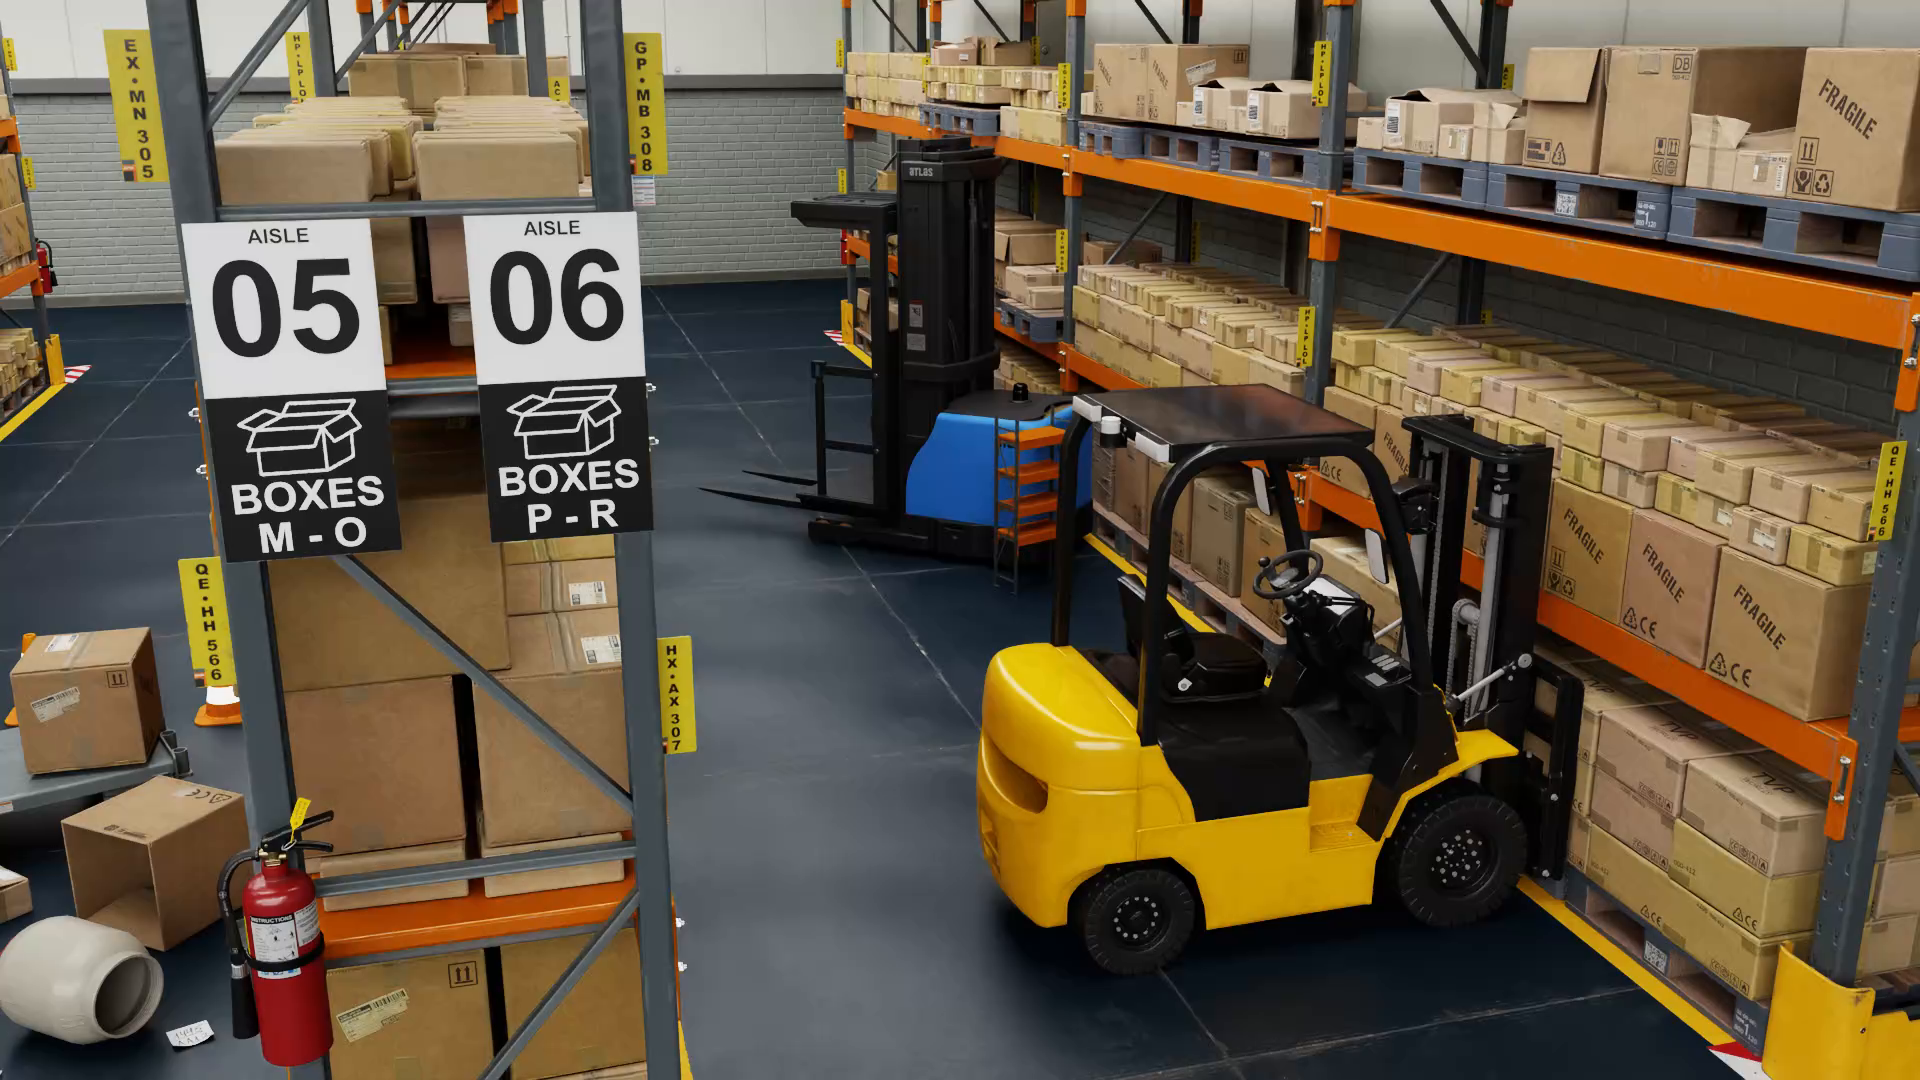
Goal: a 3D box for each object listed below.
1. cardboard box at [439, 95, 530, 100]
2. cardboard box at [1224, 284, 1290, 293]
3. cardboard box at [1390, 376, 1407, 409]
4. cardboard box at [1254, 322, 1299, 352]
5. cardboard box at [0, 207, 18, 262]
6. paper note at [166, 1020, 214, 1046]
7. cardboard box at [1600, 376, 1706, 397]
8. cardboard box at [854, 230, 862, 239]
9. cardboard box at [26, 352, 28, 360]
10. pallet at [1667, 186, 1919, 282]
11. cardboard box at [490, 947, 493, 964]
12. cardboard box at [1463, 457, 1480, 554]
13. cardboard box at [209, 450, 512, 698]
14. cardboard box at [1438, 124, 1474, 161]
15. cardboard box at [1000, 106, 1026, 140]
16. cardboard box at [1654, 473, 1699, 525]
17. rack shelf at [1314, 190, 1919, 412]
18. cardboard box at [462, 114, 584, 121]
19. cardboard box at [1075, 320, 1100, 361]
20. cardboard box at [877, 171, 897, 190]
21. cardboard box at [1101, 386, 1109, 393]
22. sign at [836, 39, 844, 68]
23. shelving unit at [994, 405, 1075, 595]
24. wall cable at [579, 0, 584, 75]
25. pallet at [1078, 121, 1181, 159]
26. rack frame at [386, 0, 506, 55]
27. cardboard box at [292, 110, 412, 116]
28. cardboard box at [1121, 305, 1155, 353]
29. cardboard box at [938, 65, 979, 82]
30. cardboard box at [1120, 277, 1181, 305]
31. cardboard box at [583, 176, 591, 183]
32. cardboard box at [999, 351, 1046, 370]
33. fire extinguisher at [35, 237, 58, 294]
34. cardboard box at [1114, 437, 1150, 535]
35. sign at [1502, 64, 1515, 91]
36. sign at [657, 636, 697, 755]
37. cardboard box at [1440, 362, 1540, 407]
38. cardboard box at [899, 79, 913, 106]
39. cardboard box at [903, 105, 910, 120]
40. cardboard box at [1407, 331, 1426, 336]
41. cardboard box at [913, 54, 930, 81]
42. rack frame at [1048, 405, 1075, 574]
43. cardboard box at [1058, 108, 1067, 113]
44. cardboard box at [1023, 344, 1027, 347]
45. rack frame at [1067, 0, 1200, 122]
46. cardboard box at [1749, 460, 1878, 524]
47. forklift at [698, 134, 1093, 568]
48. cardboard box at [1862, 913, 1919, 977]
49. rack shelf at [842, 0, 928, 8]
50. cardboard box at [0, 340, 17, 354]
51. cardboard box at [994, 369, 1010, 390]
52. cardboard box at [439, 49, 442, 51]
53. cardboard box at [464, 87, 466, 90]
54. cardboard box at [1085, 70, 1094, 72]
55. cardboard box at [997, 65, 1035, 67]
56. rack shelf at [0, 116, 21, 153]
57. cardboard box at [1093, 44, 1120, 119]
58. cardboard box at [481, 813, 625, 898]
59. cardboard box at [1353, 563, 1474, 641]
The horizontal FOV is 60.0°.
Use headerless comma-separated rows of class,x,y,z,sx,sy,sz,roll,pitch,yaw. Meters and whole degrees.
cardboard box,-2.074,-1.867,7.290,0.380,0.149,0.250,-4,17,-14
cardboard box,2.058,-1.681,11.531,0.380,0.149,0.250,-5,17,-16
cardboard box,2.406,-0.741,8.404,0.380,0.149,0.250,-5,17,-15
cardboard box,1.988,-1.210,9.965,0.380,0.149,0.250,-5,17,-15
cardboard box,-9.893,-3.083,16.810,0.500,0.500,0.500,-5,17,-16
paper note,-2.888,1.850,6.239,0.142,0.019,0.148,-12,20,-34
cardboard box,3.139,-0.640,7.551,0.380,0.149,0.250,-4,17,-14
cardboard box,-1.071,-3.719,20.056,0.380,0.149,0.250,-5,17,-16
cardboard box,-9.961,-1.918,17.330,0.380,0.149,0.250,-5,17,-17
pallet,3.331,-1.118,5.900,1.003,0.211,1.213,-5,17,-15
cardboard box,-1.889,1.279,5.727,0.500,0.500,0.500,-4,17,-13
cardboard box,2.571,-0.255,7.912,0.500,0.500,0.500,-5,17,-16
cardboard box,-1.622,0.074,4.563,0.700,0.500,0.500,-5,17,-17
cardboard box,2.443,-1.837,7.674,0.380,0.149,0.250,-4,17,-14
cardboard box,0.650,-3.504,13.950,0.500,0.250,0.500,-5,17,-15
cardboard box,2.967,-0.173,6.513,0.380,0.149,0.250,-5,17,-16
rack shelf,2.950,-1.172,7.175,1.077,0.370,4.000,-5,17,-15
cardboard box,-1.418,-1.303,5.412,0.380,0.149,0.250,-4,17,-14
cardboard box,1.188,-1.525,12.577,0.500,0.250,0.500,-5,17,-15
cardboard box,-0.619,-3.820,18.396,0.500,0.500,0.500,-4,17,-14
cardboard box,1.411,-1.298,14.048,0.380,0.149,0.250,-4,17,-14
sign,-1.419,-5.764,19.695,0.100,0.325,0.005,-5,17,-15
shelving unit,0.504,-0.277,11.289,0.503,1.200,0.258,-12,21,-35
wall cable,-4.090,-8.269,24.274,2.988,3.039,0.133,-5,17,-15
pallet,1.574,-2.905,12.022,1.213,0.211,1.003,-4,17,-13
rack frame,-4.569,-5.325,14.539,1.000,3.000,0.127,-5,17,-15
cardboard box,-2.091,-1.401,5.739,0.380,0.149,0.250,-4,17,-14
cardboard box,1.451,-1.480,11.557,0.500,0.250,0.500,-5,17,-17
cardboard box,0.004,-4.368,15.581,0.380,0.149,0.250,-4,17,-14
cardboard box,1.360,-1.772,11.837,0.380,0.149,0.250,-4,17,-15
cardboard box,-1.283,-0.940,4.898,0.500,0.250,0.500,-5,17,-16
cardboard box,0.566,-1.611,15.090,0.380,0.149,0.250,-5,17,-15
fire extinguisher,-10.026,-3.030,18.107,0.296,0.674,0.183,-5,17,-15
cardboard box,1.647,-0.449,12.132,0.875,0.625,0.625,-4,17,-13
sign,2.934,-2.399,8.975,0.100,0.325,0.005,-5,17,-15
sign,-0.750,0.410,4.370,0.100,0.325,0.005,-5,17,-15
cardboard box,2.510,-0.738,7.877,0.380,0.149,0.250,-5,17,-16
cardboard box,-0.324,-4.609,17.113,0.500,0.250,0.500,-5,18,-17
cardboard box,-0.374,-4.449,17.273,0.380,0.149,0.250,-5,17,-15
cardboard box,2.510,-1.106,9.617,0.380,0.149,0.250,-5,17,-17
cardboard box,-0.168,-4.713,16.588,0.500,0.250,0.500,-5,17,-15
rack frame,0.698,-0.319,11.430,0.015,1.200,0.240,-12,21,-35
cardboard box,0.973,-3.374,12.824,0.380,0.149,0.250,-4,17,-14
cardboard box,0.829,-1.874,15.963,0.380,0.149,0.250,-6,18,-18
rack frame,1.301,-4.612,12.165,1.000,3.000,0.127,-5,17,-15
cardboard box,3.101,-0.176,6.004,0.380,0.149,0.250,-5,17,-15
forklift,-0.559,-1.487,12.307,3.031,2.935,1.130,8,19,26
cardboard box,3.553,1.438,6.500,0.500,0.250,0.500,-5,17,-15
rack shelf,-0.347,-5.926,17.794,1.077,0.370,4.000,-5,17,-15
cardboard box,-9.794,-1.921,16.826,0.380,0.149,0.250,-5,18,-17
cardboard box,0.544,-1.269,15.078,0.500,0.500,0.500,-5,18,-17
cardboard box,-4.606,-3.871,14.007,0.500,0.500,0.500,-5,17,-16
cardboard box,-3.219,-2.567,10.397,0.700,0.500,0.500,-5,17,-15
cardboard box,1.236,-3.772,13.632,0.380,0.149,0.250,-4,17,-13
cardboard box,0.566,-4.342,15.494,0.380,0.149,0.250,-5,17,-16
rack shelf,-9.851,-3.678,15.519,1.077,0.370,4.000,-5,17,-15
cardboard box,1.266,-3.253,11.776,0.500,0.500,0.500,-5,17,-15
cardboard box,-1.166,0.877,4.755,0.380,0.149,0.250,-5,17,-15
cardboard box,2.363,0.305,8.534,0.500,0.250,0.500,-5,17,-15
